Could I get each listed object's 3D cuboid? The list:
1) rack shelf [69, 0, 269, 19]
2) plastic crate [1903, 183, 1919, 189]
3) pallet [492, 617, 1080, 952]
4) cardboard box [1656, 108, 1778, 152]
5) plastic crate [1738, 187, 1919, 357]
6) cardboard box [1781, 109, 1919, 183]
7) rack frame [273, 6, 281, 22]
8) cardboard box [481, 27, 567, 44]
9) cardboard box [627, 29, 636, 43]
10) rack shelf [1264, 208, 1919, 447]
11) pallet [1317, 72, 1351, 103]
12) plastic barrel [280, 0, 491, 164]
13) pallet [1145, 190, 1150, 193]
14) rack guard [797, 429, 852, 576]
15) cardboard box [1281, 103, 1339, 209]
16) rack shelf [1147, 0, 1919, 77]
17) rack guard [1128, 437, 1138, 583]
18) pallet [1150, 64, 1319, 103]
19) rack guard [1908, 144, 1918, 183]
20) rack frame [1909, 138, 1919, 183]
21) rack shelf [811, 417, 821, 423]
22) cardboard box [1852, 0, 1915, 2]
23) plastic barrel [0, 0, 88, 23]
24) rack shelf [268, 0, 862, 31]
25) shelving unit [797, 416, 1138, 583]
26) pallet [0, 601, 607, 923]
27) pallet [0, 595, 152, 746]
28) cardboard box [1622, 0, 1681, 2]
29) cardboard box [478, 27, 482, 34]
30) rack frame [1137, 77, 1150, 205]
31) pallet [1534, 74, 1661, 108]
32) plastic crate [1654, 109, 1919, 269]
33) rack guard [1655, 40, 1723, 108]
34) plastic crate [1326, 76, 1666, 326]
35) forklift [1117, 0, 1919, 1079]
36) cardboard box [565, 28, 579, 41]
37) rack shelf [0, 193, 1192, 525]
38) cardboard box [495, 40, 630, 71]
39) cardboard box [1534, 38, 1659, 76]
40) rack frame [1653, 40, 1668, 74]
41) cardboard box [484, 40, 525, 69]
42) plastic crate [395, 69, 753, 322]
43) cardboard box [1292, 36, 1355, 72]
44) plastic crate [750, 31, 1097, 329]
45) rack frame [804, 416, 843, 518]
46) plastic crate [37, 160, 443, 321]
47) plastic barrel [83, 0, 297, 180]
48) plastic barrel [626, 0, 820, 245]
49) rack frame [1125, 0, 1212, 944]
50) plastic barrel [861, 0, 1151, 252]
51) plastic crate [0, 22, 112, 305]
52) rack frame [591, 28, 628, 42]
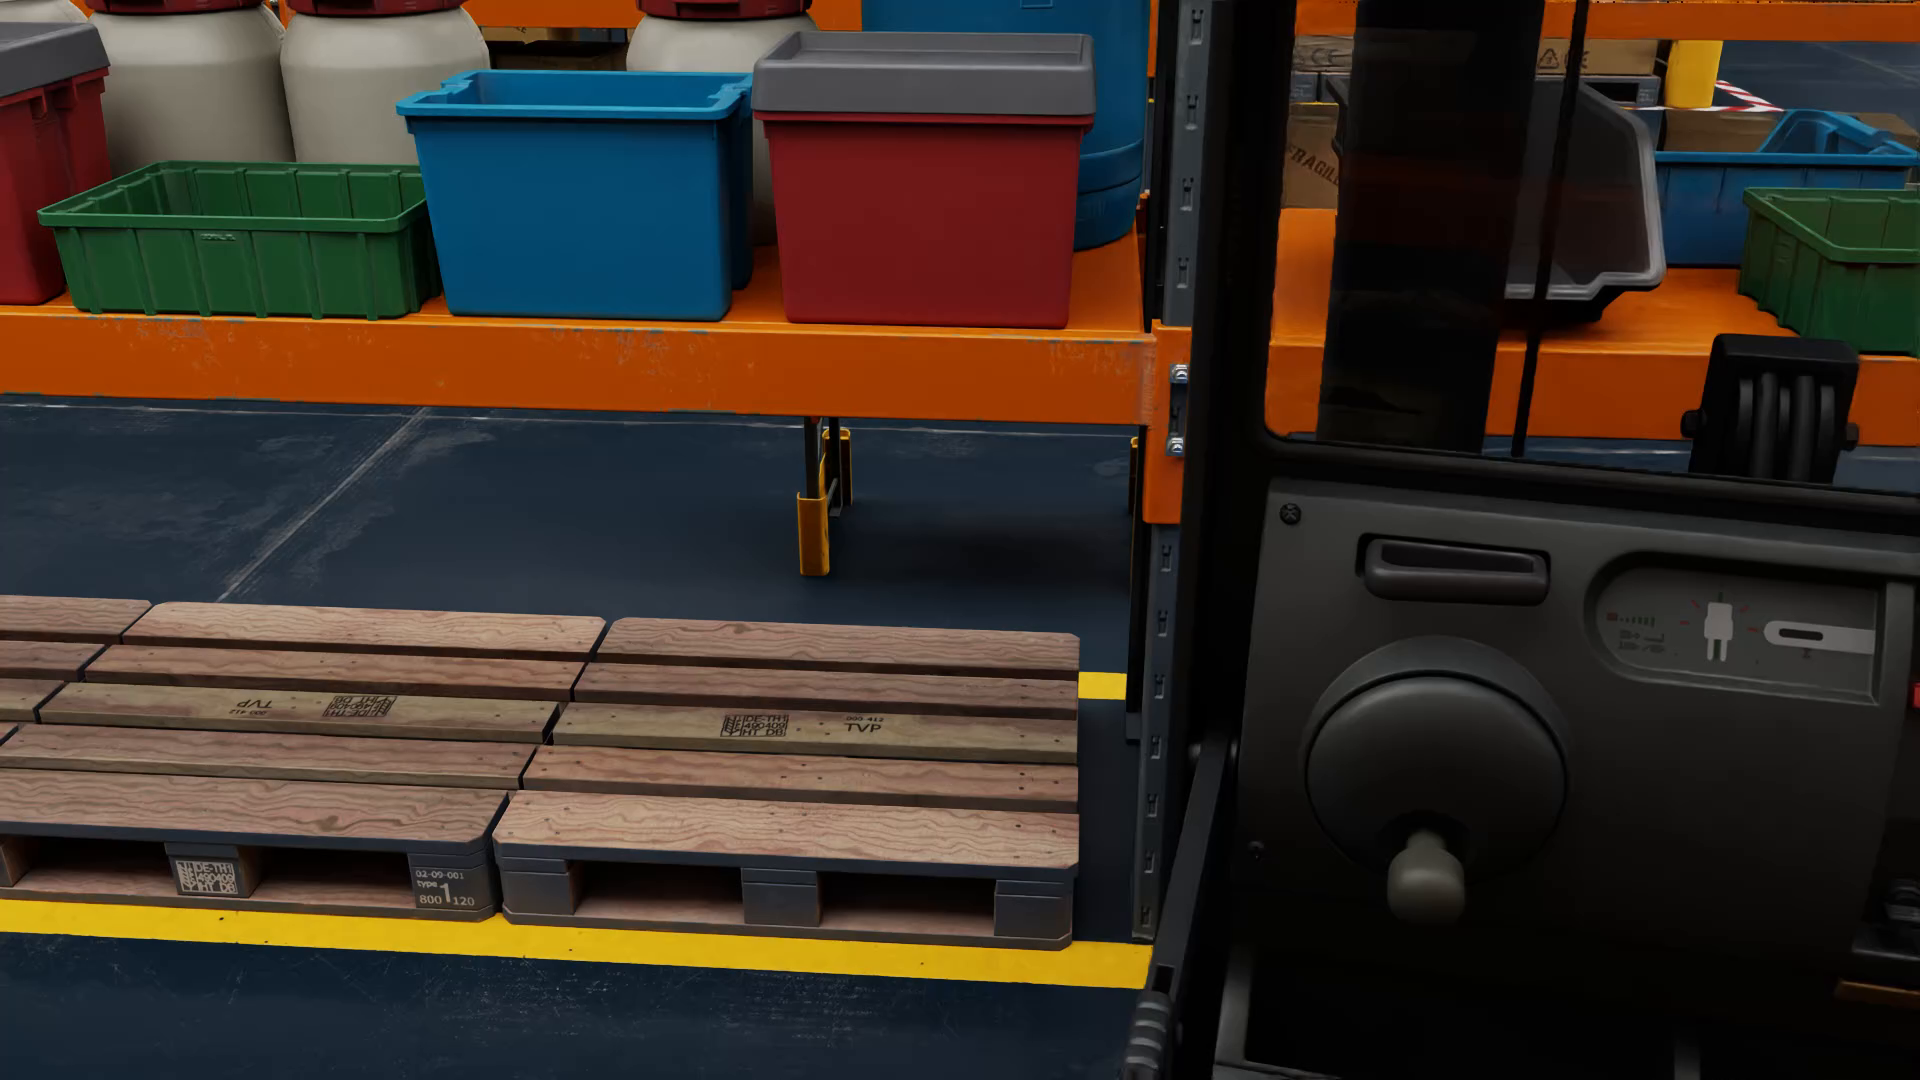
[{"bbox_3d":[-5.147,-2.666,8.315,4.000,0.370,1.077,2,25,4],"label":"rack shelf"},{"bbox_3d":[2.095,-0.670,3.433,0.437,0.136,0.530,2,25,4],"label":"plastic crate"},{"bbox_3d":[-0.330,0.522,3.864,1.213,0.211,1.003,2,25,4],"label":"pallet"},{"bbox_3d":[3.604,-1.759,7.973,0.500,0.500,0.500,8,26,18],"label":"cardboard box"},{"bbox_3d":[1.788,-0.479,2.955,0.662,0.188,0.450,2,25,4],"label":"plastic crate"},{"bbox_3d":[4.202,-1.755,7.963,0.500,0.500,0.500,6,25,14],"label":"cardboard box"},{"bbox_3d":[-3.153,-2.928,8.026,0.127,3.000,1.000,2,25,4],"label":"rack frame"},{"bbox_3d":[-3.348,-3.960,12.755,0.500,0.500,0.500,2,25,4],"label":"cardboard box"},{"bbox_3d":[-2.072,-4.104,12.770,0.750,0.750,1.050,2,25,3],"label":"cardboard box"},{"bbox_3d":[2.450,-0.345,3.272,4.000,0.370,1.077,2,25,4],"label":"rack shelf"},{"bbox_3d":[3.288,-3.503,12.610,1.213,0.211,1.003,2,25,4],"label":"pallet"},{"bbox_3d":[-1.212,-0.943,3.549,0.433,0.535,0.433,0,25,0],"label":"plastic barrel"},{"bbox_3d":[1.508,-1.527,8.316,1.213,0.211,1.003,2,25,4],"label":"pallet"},{"bbox_3d":[-0.421,-0.127,5.227,0.087,0.250,0.587,2,25,4],"label":"rack guard"},{"bbox_3d":[1.803,-1.811,8.085,0.500,0.500,0.500,10,27,21],"label":"cardboard box"},{"bbox_3d":[2.830,-2.410,7.759,4.000,0.370,1.077,2,25,4],"label":"rack shelf"},{"bbox_3d":[0.573,-0.095,5.158,0.087,0.250,0.587,2,25,4],"label":"rack guard"},{"bbox_3d":[2.068,-3.541,12.692,1.213,0.211,1.003,2,25,4],"label":"pallet"},{"bbox_3d":[4.748,-1.539,7.997,0.348,0.500,1.175,2,25,4],"label":"rack guard"},{"bbox_3d":[4.824,-2.672,7.469,0.127,3.000,1.000,2,25,4],"label":"rack frame"},{"bbox_3d":[0.085,-0.515,5.006,1.000,0.185,0.538,2,25,4],"label":"rack shelf"},{"bbox_3d":[4.021,-2.476,7.343,0.250,0.149,0.380,2,25,4],"label":"cardboard box"},{"bbox_3d":[-2.070,-0.957,3.609,0.421,0.512,0.421,0,25,0],"label":"plastic barrel"},{"bbox_3d":[-1.159,-2.538,8.037,4.000,0.370,1.077,2,25,4],"label":"rack shelf"},{"bbox_3d":[0.076,-0.679,4.931,1.083,1.500,0.587,2,25,4],"label":"shelving unit"},{"bbox_3d":[-1.549,0.484,3.946,1.213,0.211,1.003,2,25,4],"label":"pallet"},{"bbox_3d":[-2.762,0.444,4.033,1.213,0.211,1.003,2,25,4],"label":"pallet"},{"bbox_3d":[3.020,-2.486,7.364,0.250,0.149,0.380,2,25,4],"label":"cardboard box"},{"bbox_3d":[-3.866,-3.978,12.794,0.500,0.500,0.500,3,25,6],"label":"cardboard box"},{"bbox_3d":[0.836,-2.800,7.747,0.127,3.000,1.000,2,25,4],"label":"rack frame"},{"bbox_3d":[4.501,-3.463,12.523,1.213,0.211,1.003,2,25,4],"label":"pallet"},{"bbox_3d":[1.581,-0.746,3.461,0.616,0.251,0.499,2,25,4],"label":"plastic crate"},{"bbox_3d":[5.328,-3.600,12.476,0.348,0.500,1.175,2,25,4],"label":"rack guard"},{"bbox_3d":[0.969,-0.638,3.123,0.504,0.338,0.767,2,25,4],"label":"plastic crate"},{"bbox_3d":[0.677,0.213,1.280,1.130,2.935,3.031,6,25,13],"label":"forklift"},{"bbox_3d":[-3.358,-4.177,13.226,0.500,0.500,0.500,1,25,2],"label":"cardboard box"},{"bbox_3d":[-1.538,-0.473,3.551,4.000,0.370,1.077,2,25,4],"label":"rack shelf"},{"bbox_3d":[-1.953,-2.312,8.252,0.500,0.250,0.500,5,25,10],"label":"cardboard box"},{"bbox_3d":[4.623,-3.956,12.299,0.875,0.875,0.875,2,25,4],"label":"cardboard box"},{"bbox_3d":[5.304,-4.736,11.955,0.127,3.000,1.000,2,25,4],"label":"rack frame"},{"bbox_3d":[-2.482,-2.324,8.280,0.500,0.250,0.500,3,25,6],"label":"cardboard box"},{"bbox_3d":[-0.667,-0.634,3.059,0.575,0.384,0.392,2,25,4],"label":"plastic crate"},{"bbox_3d":[2.837,-4.013,12.423,0.875,0.875,0.875,2,25,4],"label":"cardboard box"},{"bbox_3d":[-0.050,-0.653,3.004,0.583,0.464,0.402,2,25,4],"label":"plastic crate"},{"bbox_3d":[-0.422,-0.695,4.966,0.032,1.500,0.500,2,25,4],"label":"rack frame"},{"bbox_3d":[-1.302,-0.578,3.171,0.662,0.188,0.450,2,25,4],"label":"plastic crate"},{"bbox_3d":[-1.644,-0.957,3.579,0.433,0.535,0.433,0,25,0],"label":"plastic barrel"},{"bbox_3d":[-0.481,-0.920,3.498,0.433,0.535,0.433,0,25,0],"label":"plastic barrel"},{"bbox_3d":[0.456,-0.736,3.261,0.127,3.000,1.000,2,25,4],"label":"rack frame"},{"bbox_3d":[0.094,-1.102,3.458,0.708,0.901,0.600,2,25,4],"label":"plastic barrel"},{"bbox_3d":[-1.944,-0.714,3.136,0.583,0.464,0.402,2,25,4],"label":"plastic crate"},{"bbox_3d":[-2.672,-4.992,12.511,0.127,3.000,1.000,2,25,4],"label":"rack frame"}]
